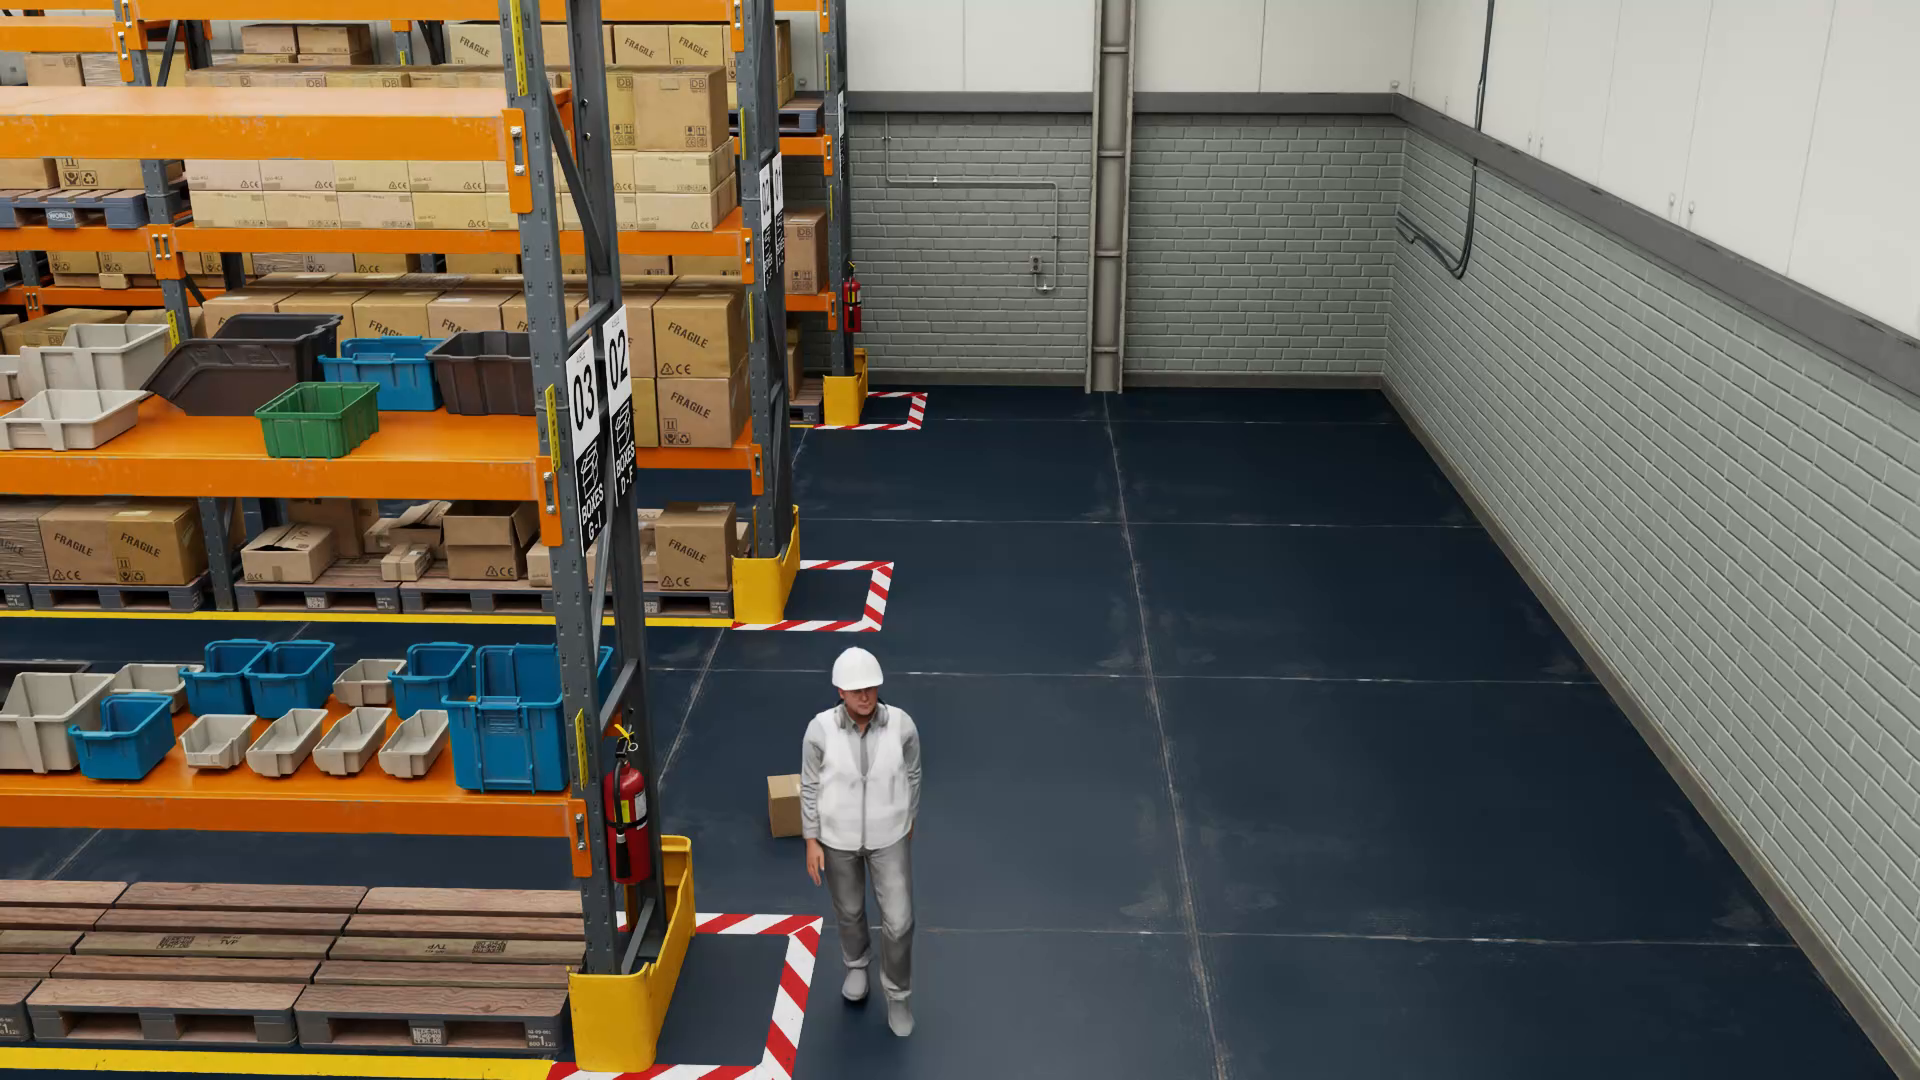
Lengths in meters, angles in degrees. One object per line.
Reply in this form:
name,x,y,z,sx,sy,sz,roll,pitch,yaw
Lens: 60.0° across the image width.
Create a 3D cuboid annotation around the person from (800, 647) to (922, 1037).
person,-0.435,1.354,7.480,0.552,1.836,0.541,-2,21,-5
